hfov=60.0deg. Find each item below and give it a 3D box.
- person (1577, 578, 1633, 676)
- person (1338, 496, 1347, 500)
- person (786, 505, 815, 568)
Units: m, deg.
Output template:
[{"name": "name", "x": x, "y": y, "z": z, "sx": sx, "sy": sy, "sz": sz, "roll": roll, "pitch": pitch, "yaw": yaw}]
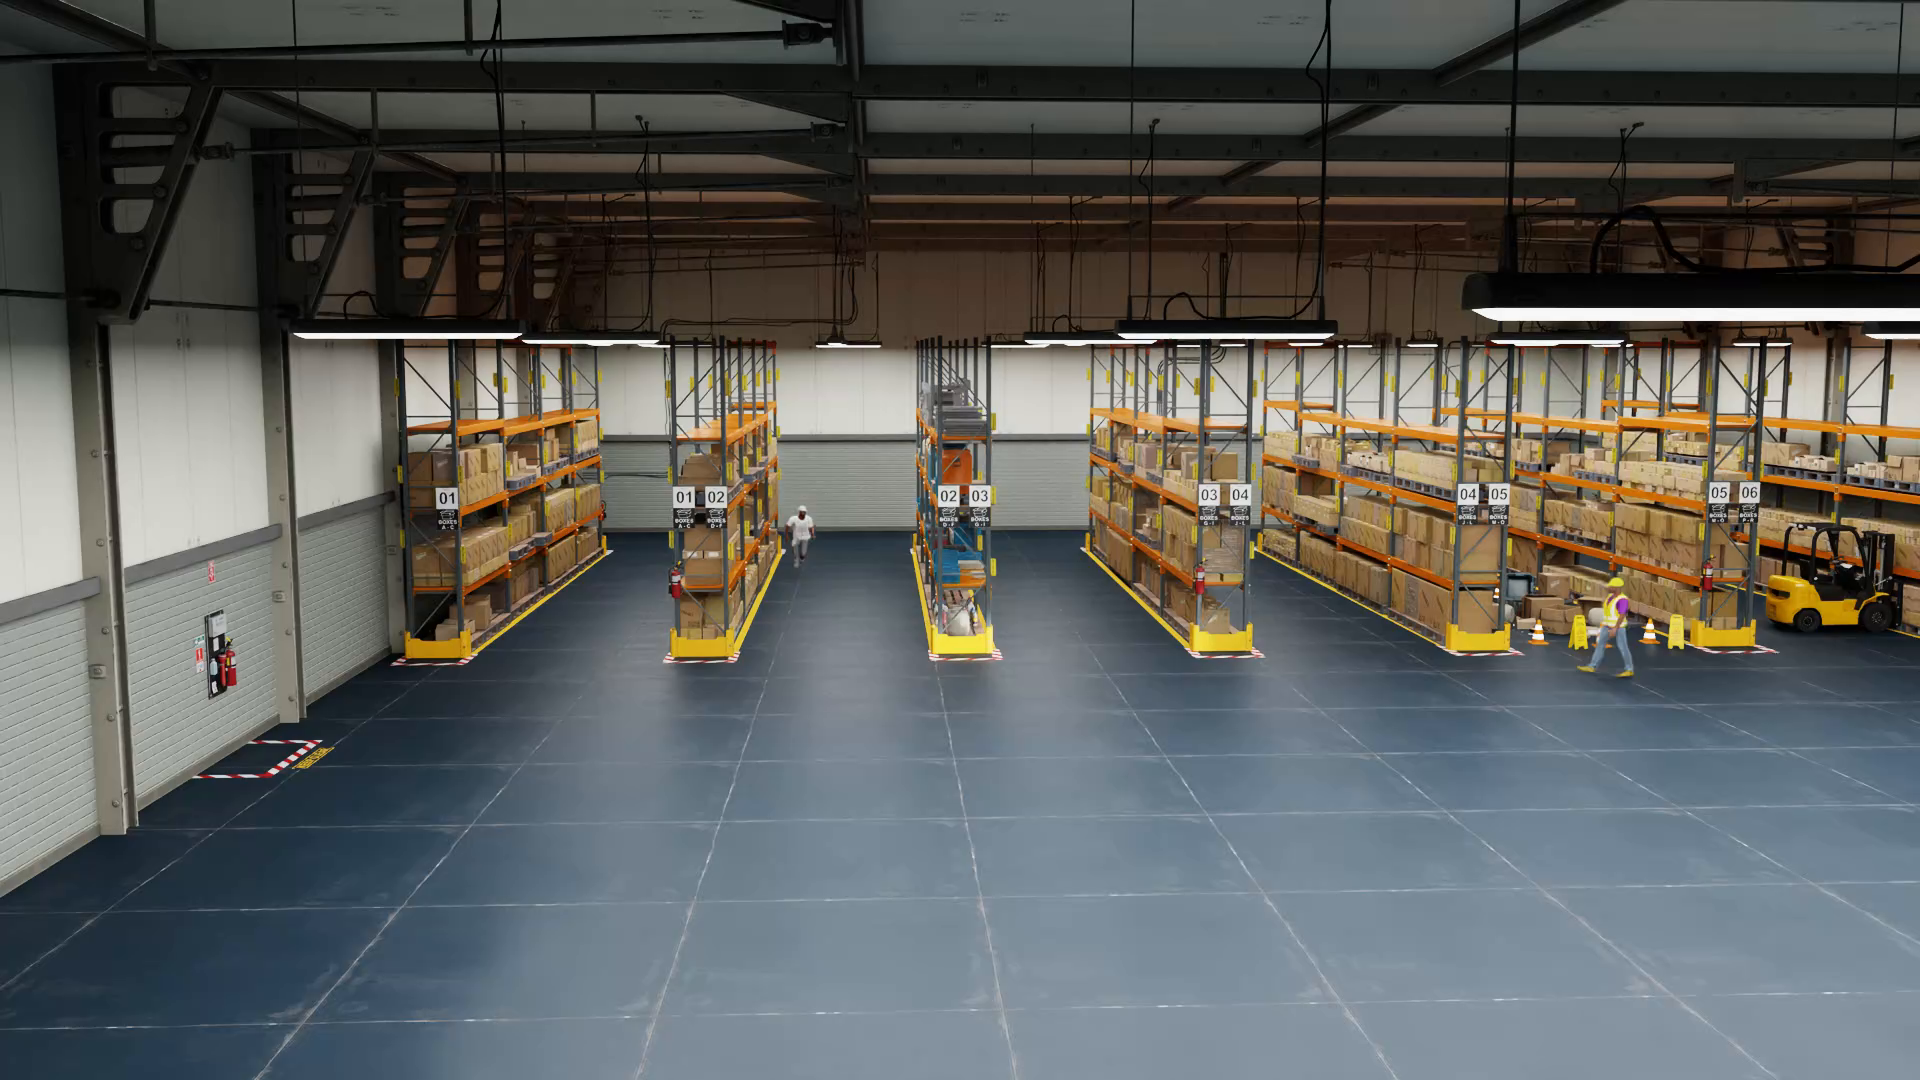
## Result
[{"name": "person", "x": 11.463, "y": 1.525, "z": 29.346, "sx": 0.796, "sy": 1.736, "sz": 0.701, "roll": -2, "pitch": 7, "yaw": -20}, {"name": "person", "x": 10.889, "y": -0.625, "z": 48.186, "sx": 0.570, "sy": 1.776, "sz": 0.618, "roll": 0, "pitch": 6, "yaw": 0}, {"name": "person", "x": -4.086, "y": -0.117, "z": 42.533, "sx": 0.760, "sy": 1.550, "sz": 0.985, "roll": 0, "pitch": 7, "yaw": -4}]
